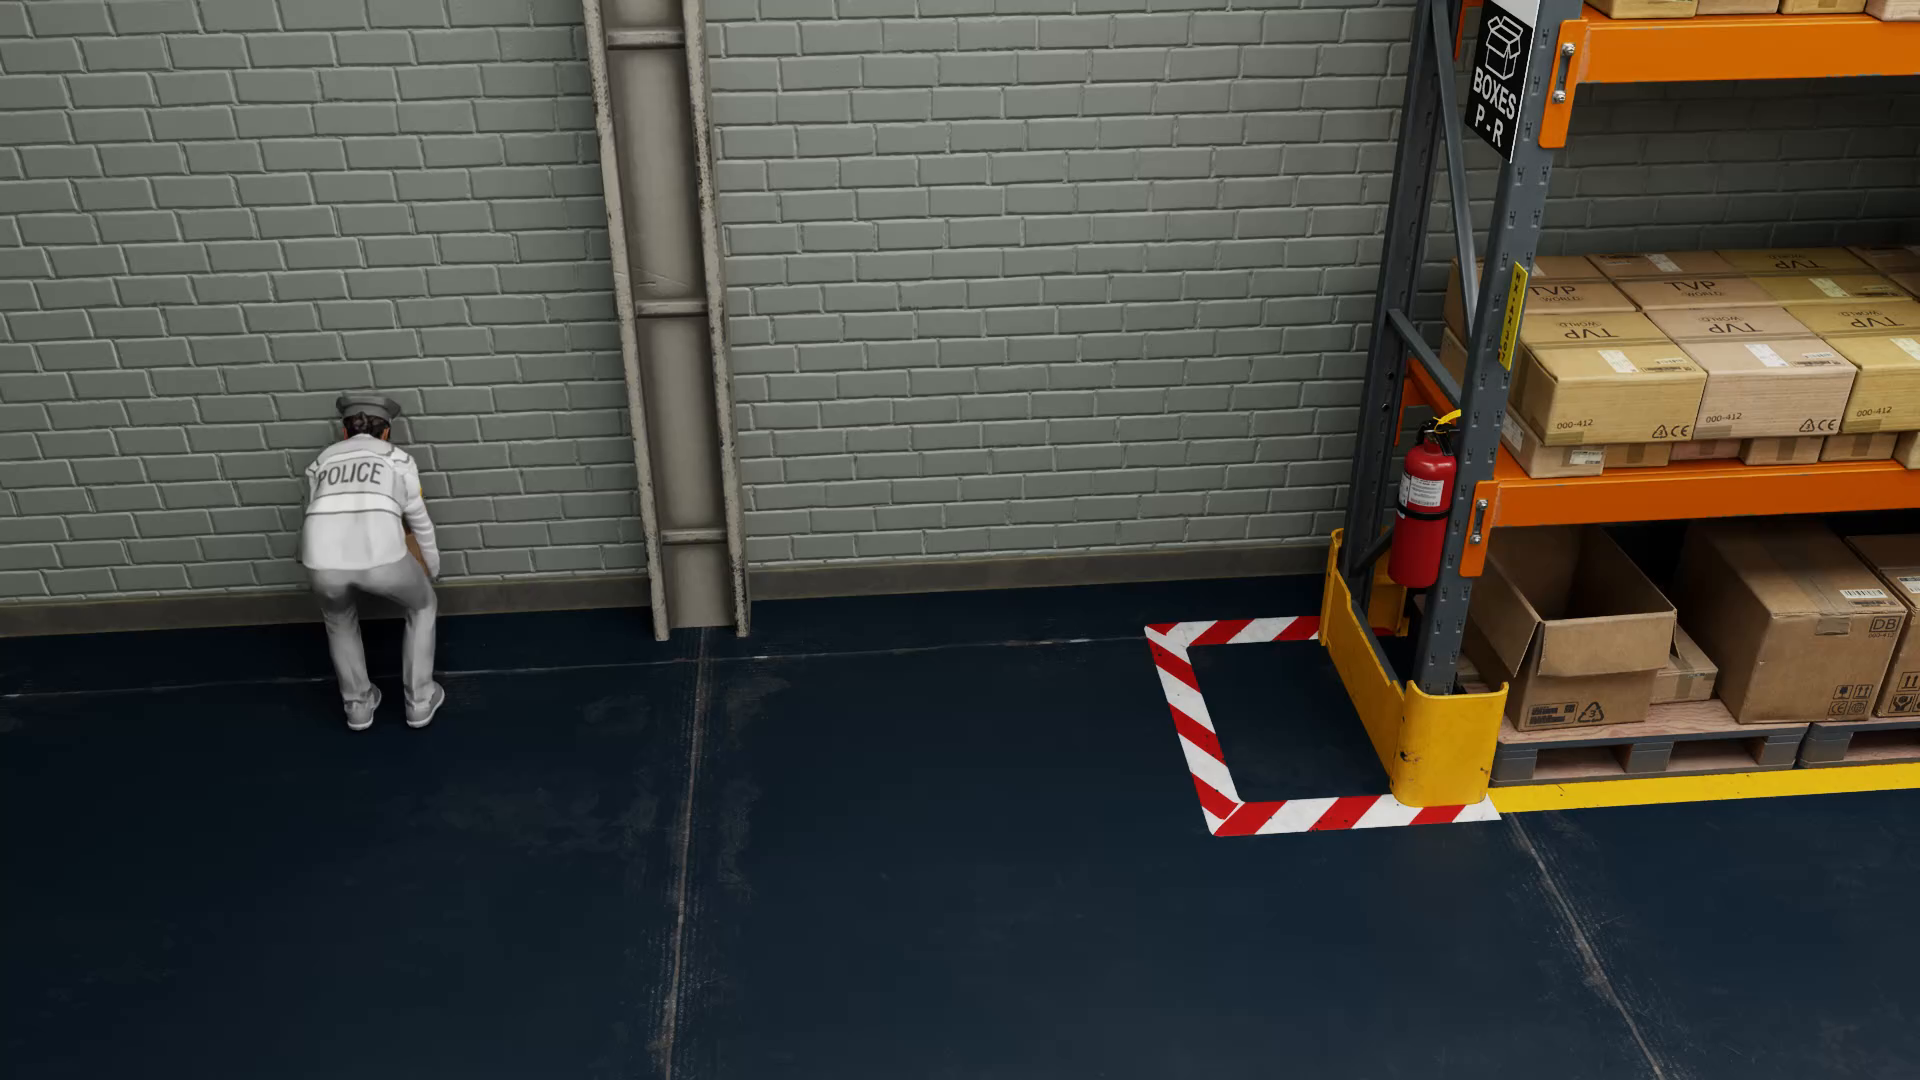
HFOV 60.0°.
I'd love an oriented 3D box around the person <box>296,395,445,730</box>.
[{"bbox_3d":[-2.269,0.082,6.481,0.436,1.168,0.912,-4,31,-6],"label":"person"}]
